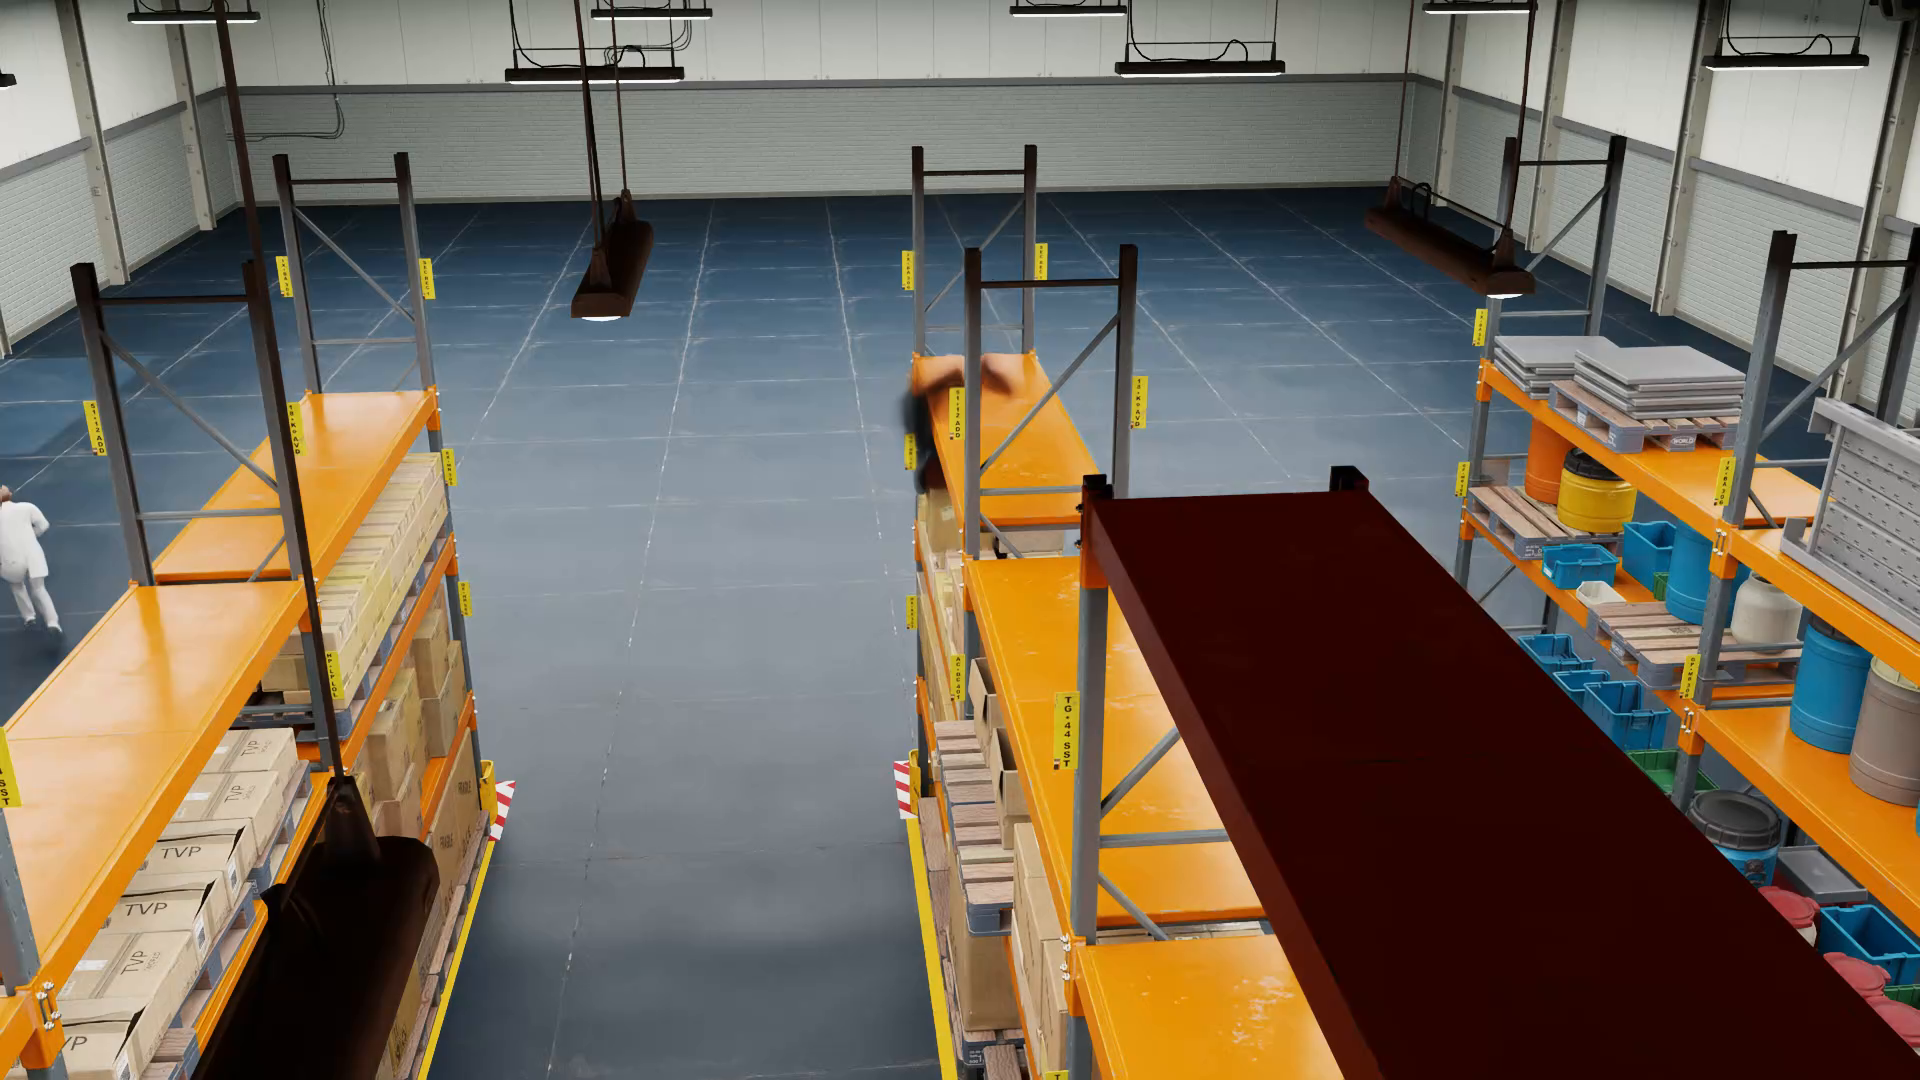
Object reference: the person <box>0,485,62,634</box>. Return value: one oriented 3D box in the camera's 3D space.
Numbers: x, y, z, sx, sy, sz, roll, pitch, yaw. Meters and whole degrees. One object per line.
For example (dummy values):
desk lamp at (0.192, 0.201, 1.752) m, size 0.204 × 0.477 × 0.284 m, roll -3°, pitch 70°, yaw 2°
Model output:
person at (-10.473, 0.303, 18.639) m, size 1.083 × 1.742 × 0.754 m, roll 19°, pitch 28°, yaw 39°
